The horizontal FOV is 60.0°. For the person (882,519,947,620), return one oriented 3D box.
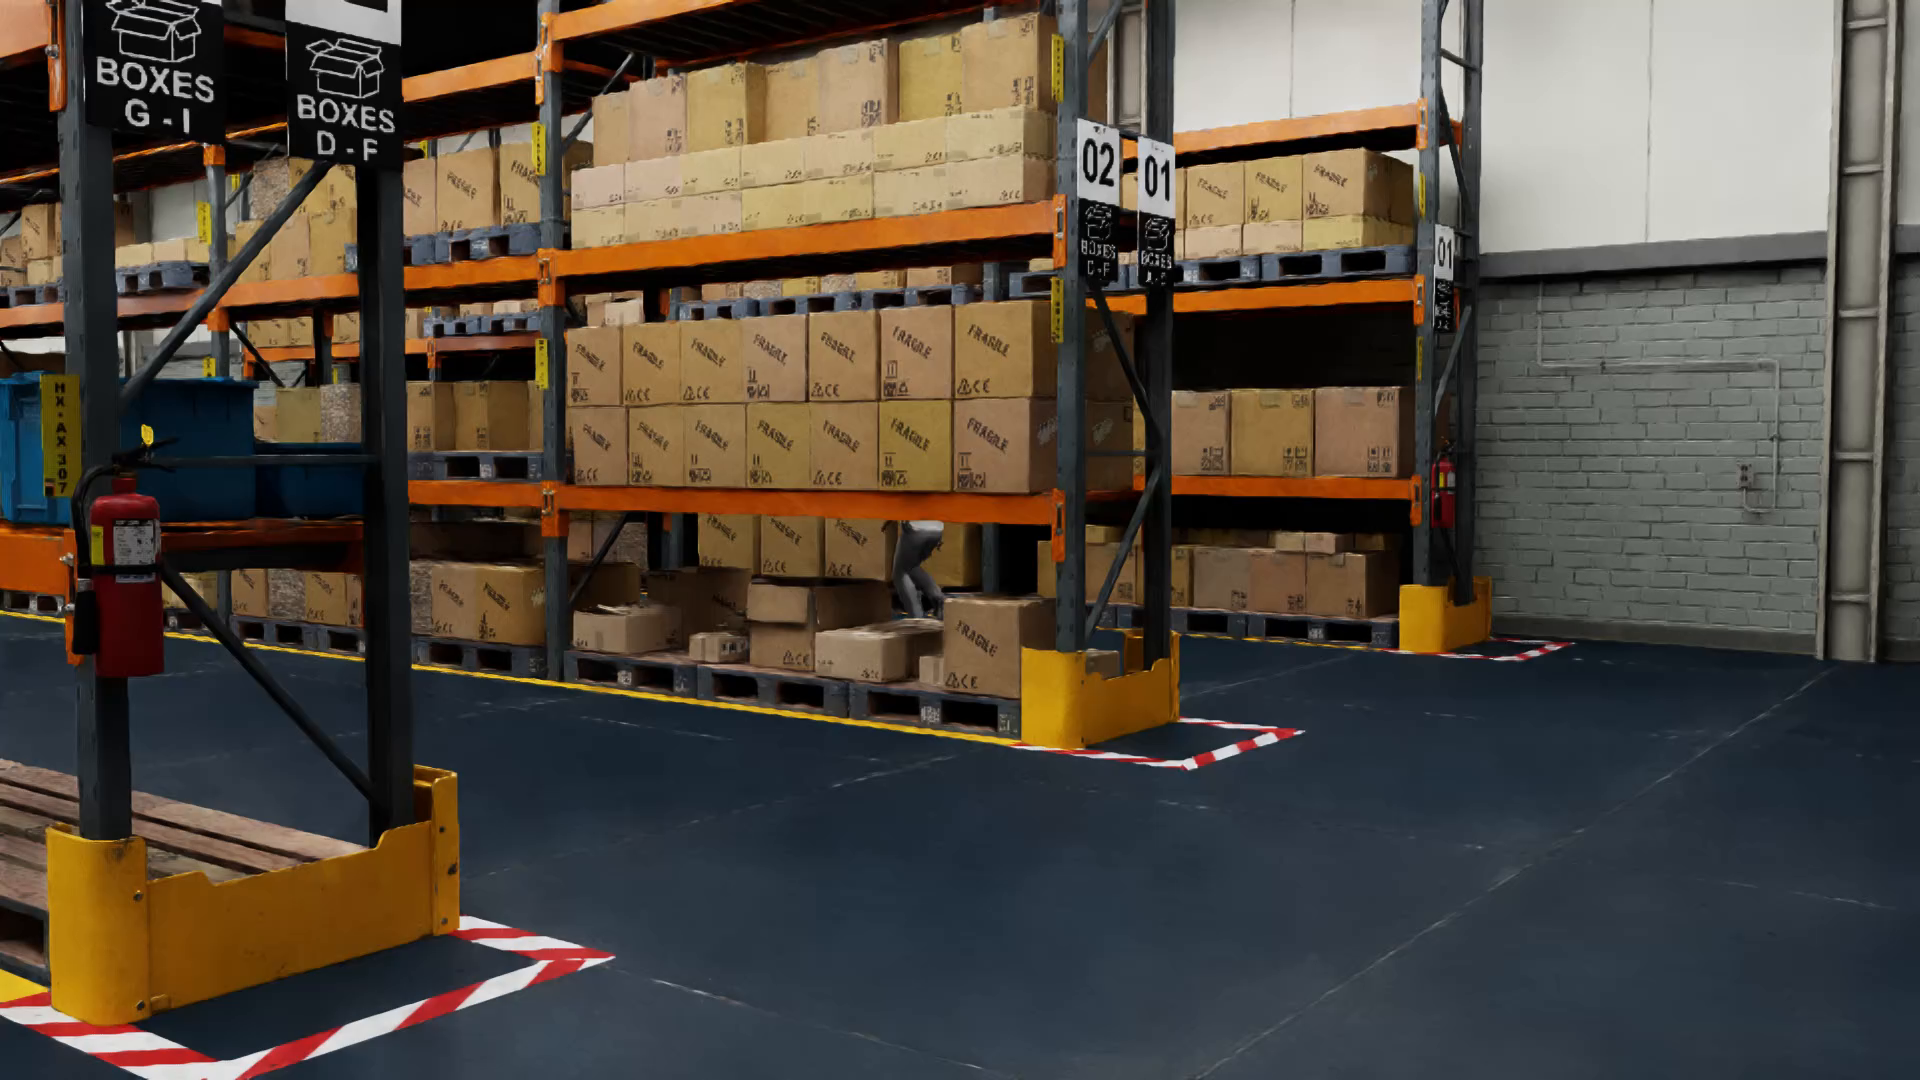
[{"bbox_3d":[-0.381,-0.080,13.951,0.467,1.659,0.639,2,4,37],"label":"person"}]
